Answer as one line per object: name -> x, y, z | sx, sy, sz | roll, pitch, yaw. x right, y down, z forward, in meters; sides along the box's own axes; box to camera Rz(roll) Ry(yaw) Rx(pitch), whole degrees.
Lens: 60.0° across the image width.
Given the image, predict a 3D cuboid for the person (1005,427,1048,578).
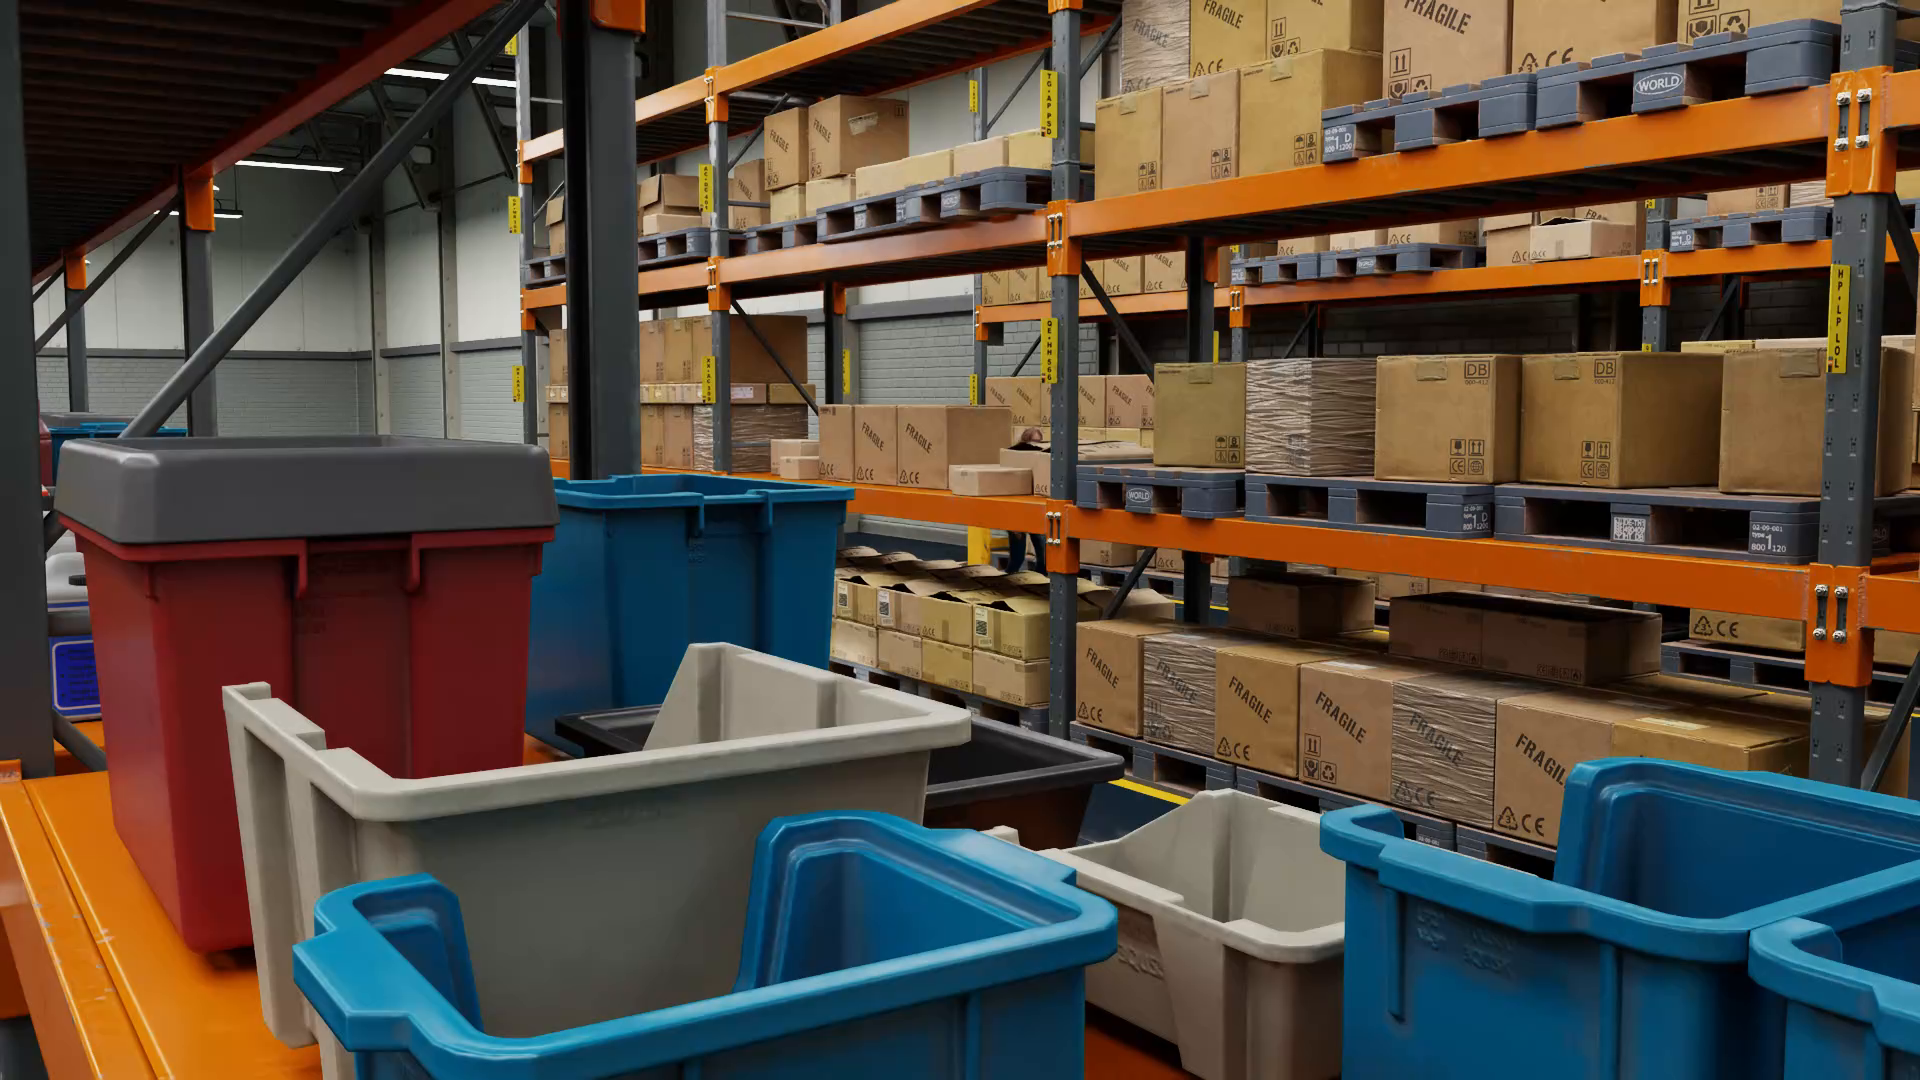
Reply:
person -> 0.538, -0.133, 14.059 | 0.440, 1.638, 0.532 | -4, 6, -39
